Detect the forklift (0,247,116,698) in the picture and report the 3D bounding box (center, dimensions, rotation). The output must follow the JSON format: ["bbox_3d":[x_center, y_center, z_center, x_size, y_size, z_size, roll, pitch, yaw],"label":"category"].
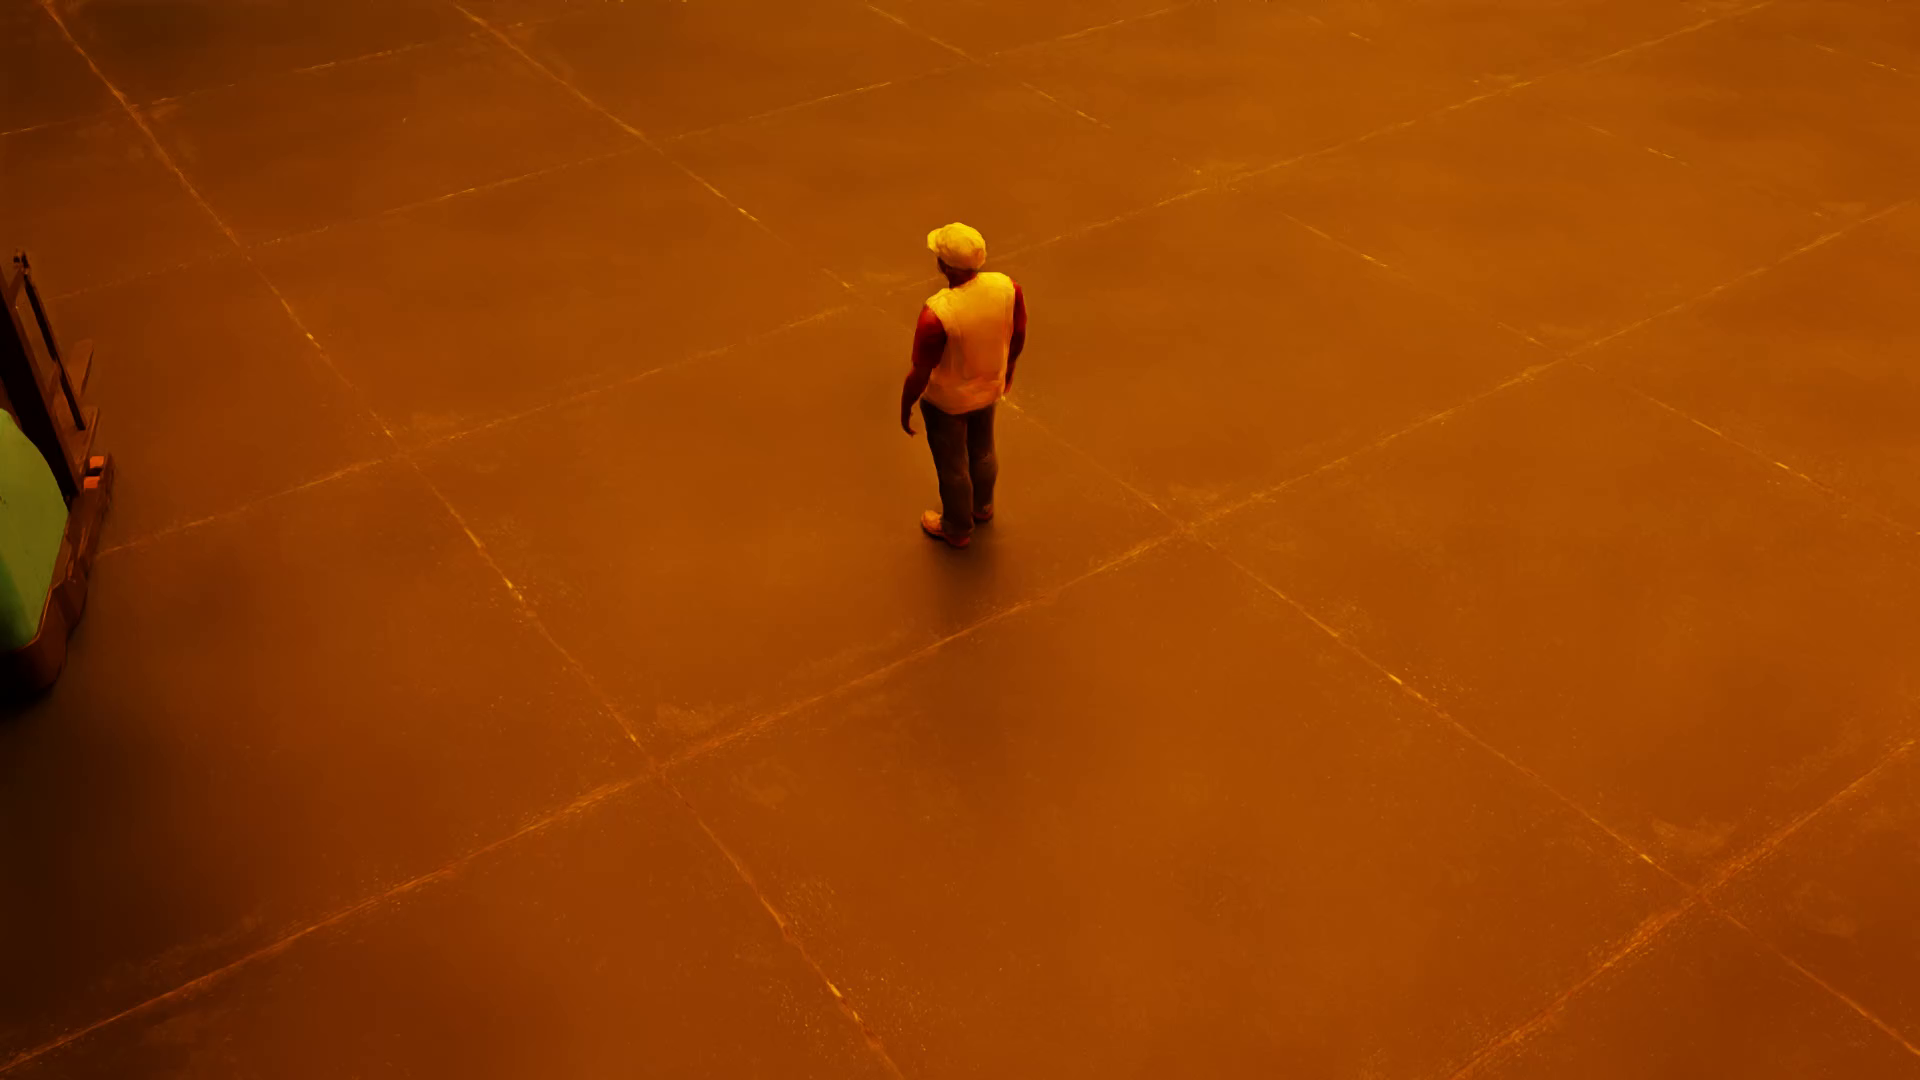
[{"bbox_3d":[-4.936,-1.240,7.622,1.130,2.935,3.031,-9,37,-12],"label":"forklift"}]

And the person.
[{"bbox_3d":[-0.036,-0.751,7.929,0.665,1.766,0.576,-23,42,-28],"label":"person"}]
